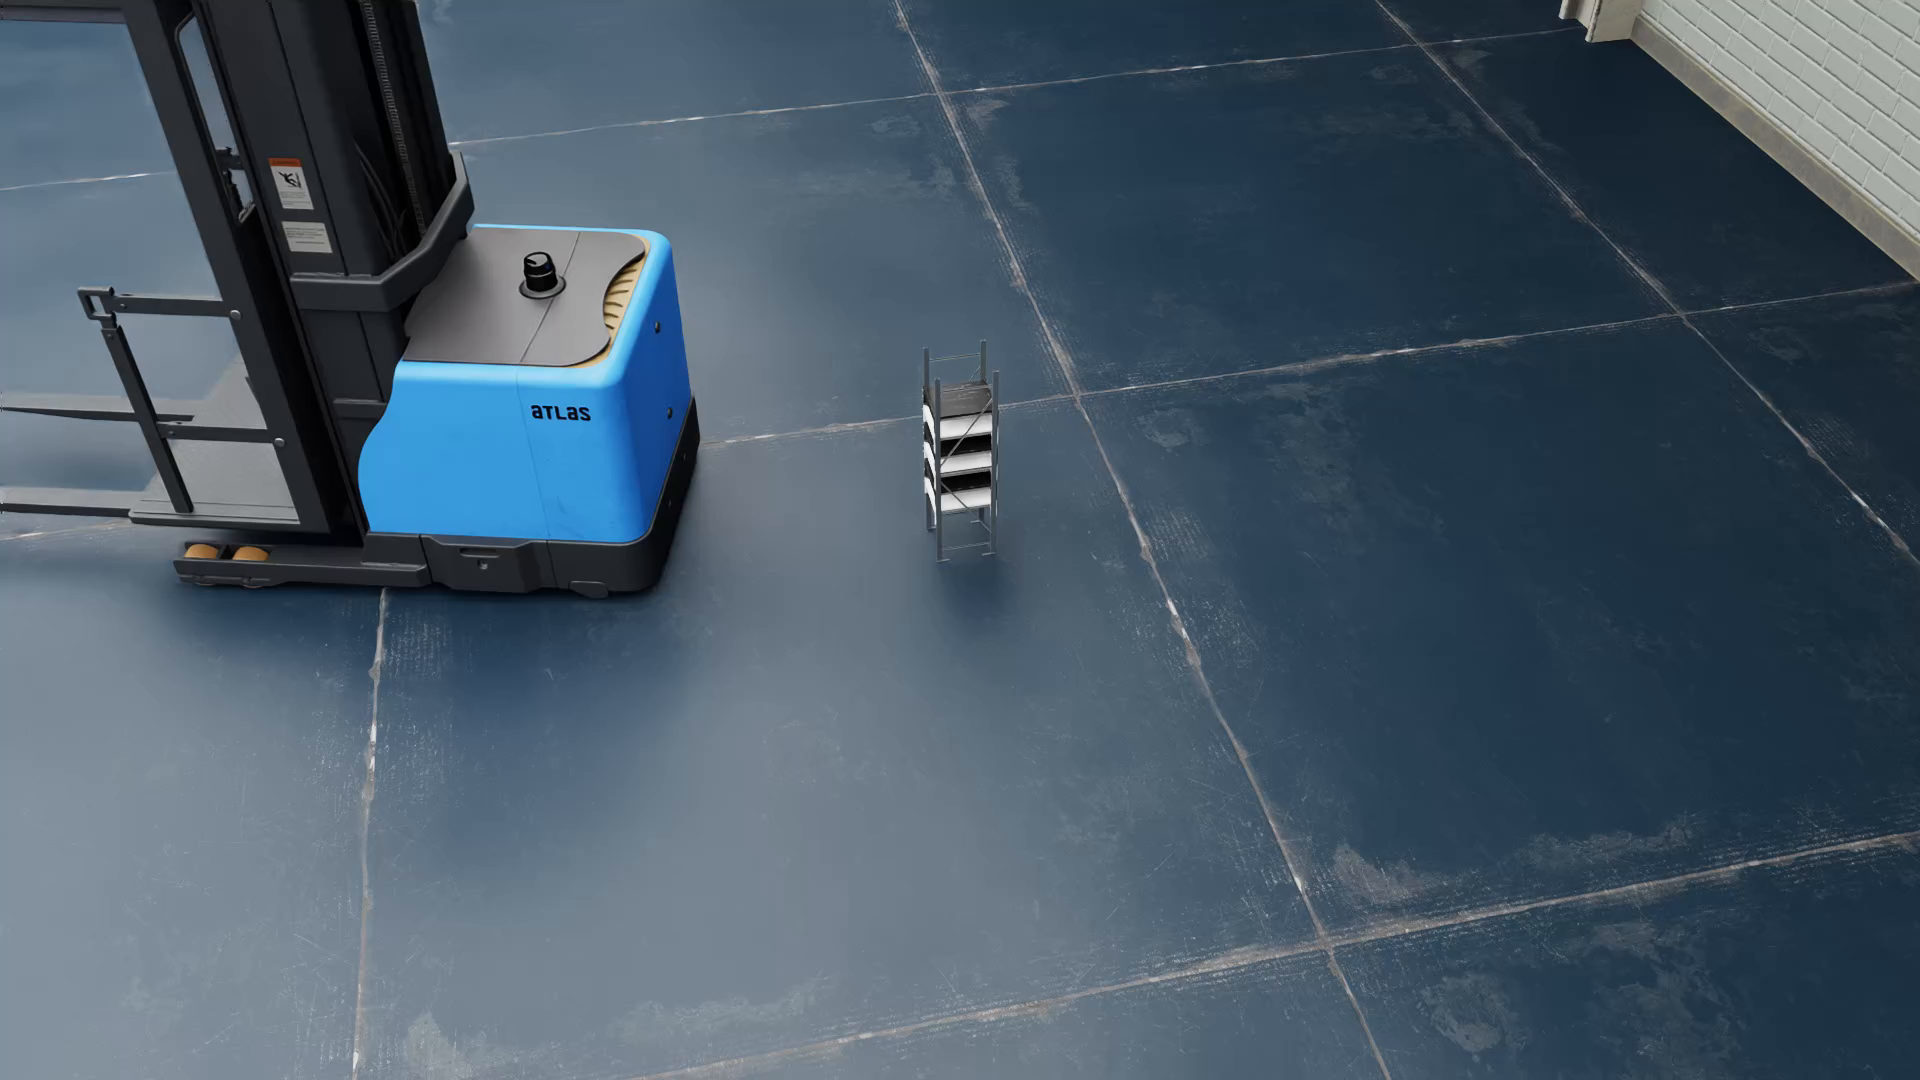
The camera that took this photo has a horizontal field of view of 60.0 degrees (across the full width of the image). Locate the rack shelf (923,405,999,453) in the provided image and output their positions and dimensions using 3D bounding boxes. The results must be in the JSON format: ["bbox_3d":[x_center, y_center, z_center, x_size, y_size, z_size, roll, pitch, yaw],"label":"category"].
[{"bbox_3d":[0.002,-0.441,6.348,0.258,0.077,0.200,-8,42,-9],"label":"rack shelf"}]

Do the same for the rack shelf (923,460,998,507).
[{"bbox_3d":[0.002,-0.239,6.527,0.258,0.077,0.200,-8,42,-9],"label":"rack shelf"}]

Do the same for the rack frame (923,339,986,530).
[{"bbox_3d":[-0.020,-0.397,6.520,0.240,0.900,0.006,-8,42,-9],"label":"rack frame"}]

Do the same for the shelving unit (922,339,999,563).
[{"bbox_3d":[0.002,-0.331,6.445,0.258,0.900,0.210,-8,42,-9],"label":"shelving unit"}]

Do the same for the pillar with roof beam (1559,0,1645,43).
[{"bbox_3d":[-0.243,-5.944,6.668,9.100,9.000,0.400,-8,42,-9],"label":"pillar with roof beam"}]

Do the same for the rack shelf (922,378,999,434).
[{"bbox_3d":[0.002,-0.508,6.288,0.258,0.077,0.200,-8,42,-9],"label":"rack shelf"}]

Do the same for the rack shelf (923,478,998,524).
[{"bbox_3d":[0.002,-0.172,6.587,0.258,0.077,0.200,-8,42,-9],"label":"rack shelf"}]

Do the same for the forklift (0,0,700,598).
[{"bbox_3d":[-2.653,-1.255,5.956,3.031,2.935,1.130,3,42,3],"label":"forklift"}]

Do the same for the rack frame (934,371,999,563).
[{"bbox_3d":[0.024,-0.265,6.371,0.240,0.900,0.006,-8,42,-9],"label":"rack frame"}]

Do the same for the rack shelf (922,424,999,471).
[{"bbox_3d":[0.002,-0.374,6.408,0.258,0.077,0.200,-8,42,-9],"label":"rack shelf"}]

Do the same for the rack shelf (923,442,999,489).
[{"bbox_3d":[0.002,-0.306,6.467,0.258,0.077,0.200,-8,42,-9],"label":"rack shelf"}]
